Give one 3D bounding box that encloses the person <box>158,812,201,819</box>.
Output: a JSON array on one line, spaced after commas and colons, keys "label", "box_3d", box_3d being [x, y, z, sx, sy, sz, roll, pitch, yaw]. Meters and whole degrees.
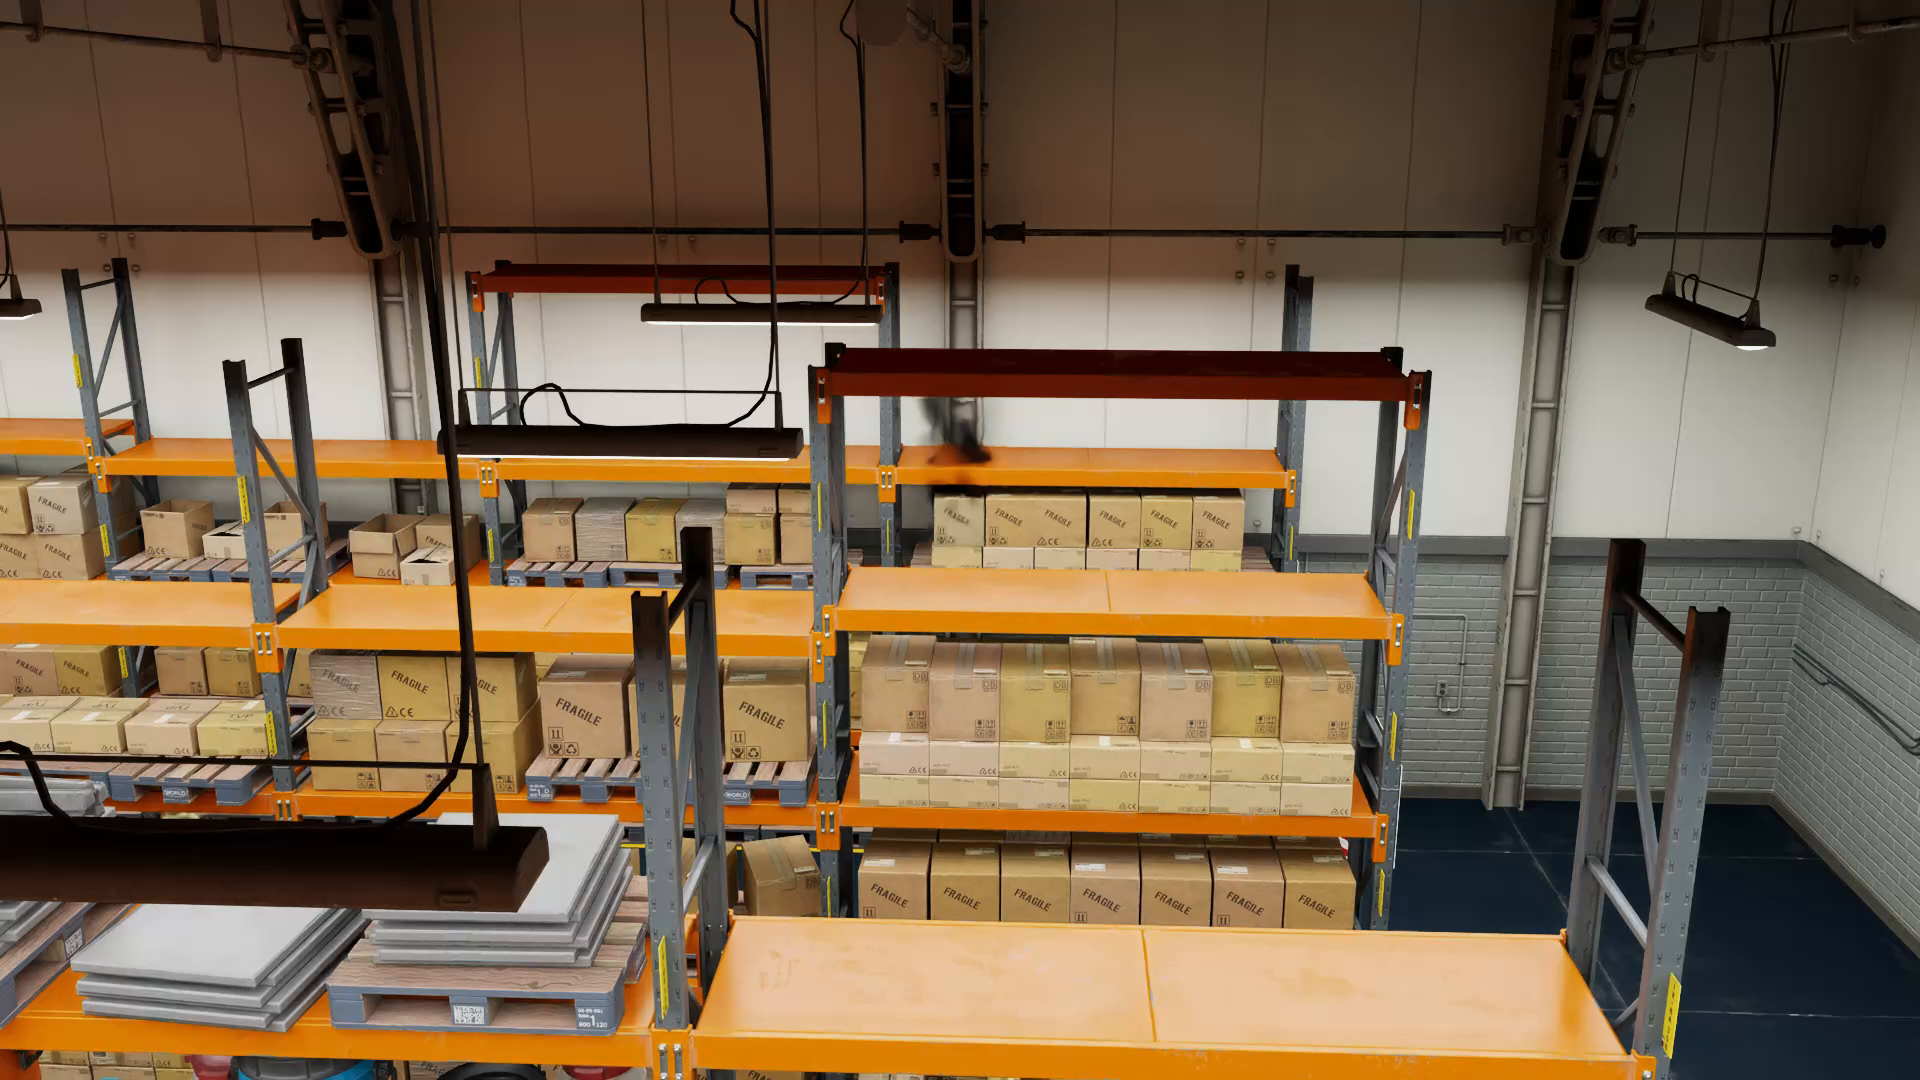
[{"label": "person", "box_3d": [-7.111, 3.021, 15.274, 0.887, 1.652, 0.558, -1, 16, -2]}]
